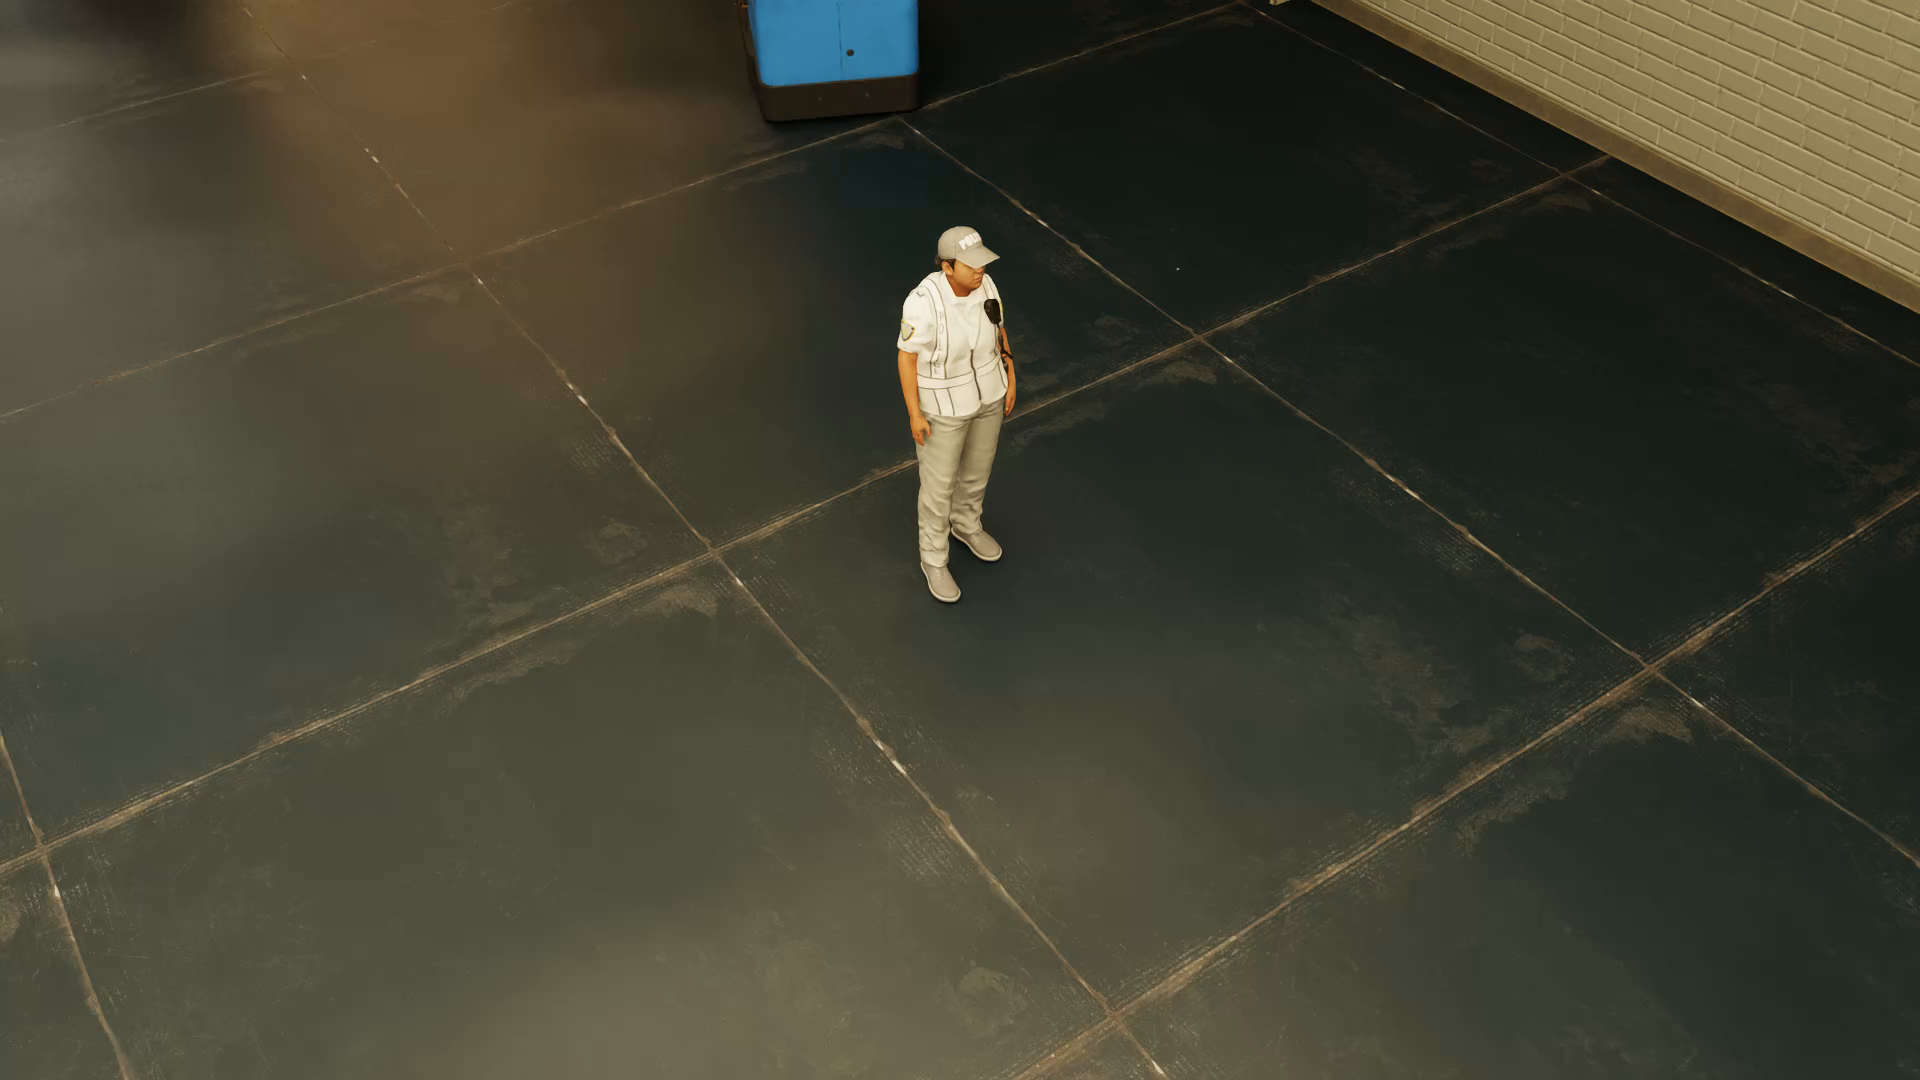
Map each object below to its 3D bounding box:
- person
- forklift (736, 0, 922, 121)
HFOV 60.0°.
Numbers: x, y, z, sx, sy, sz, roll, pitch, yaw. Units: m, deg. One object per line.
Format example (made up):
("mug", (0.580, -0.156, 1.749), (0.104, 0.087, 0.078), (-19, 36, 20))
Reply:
("person", (0.025, -0.566, 7.253), (0.598, 1.670, 0.529), (-25, 48, -25))
("forklift", (-1.013, -4.778, 10.901), (1.130, 2.935, 3.031), (-7, 43, -7))
